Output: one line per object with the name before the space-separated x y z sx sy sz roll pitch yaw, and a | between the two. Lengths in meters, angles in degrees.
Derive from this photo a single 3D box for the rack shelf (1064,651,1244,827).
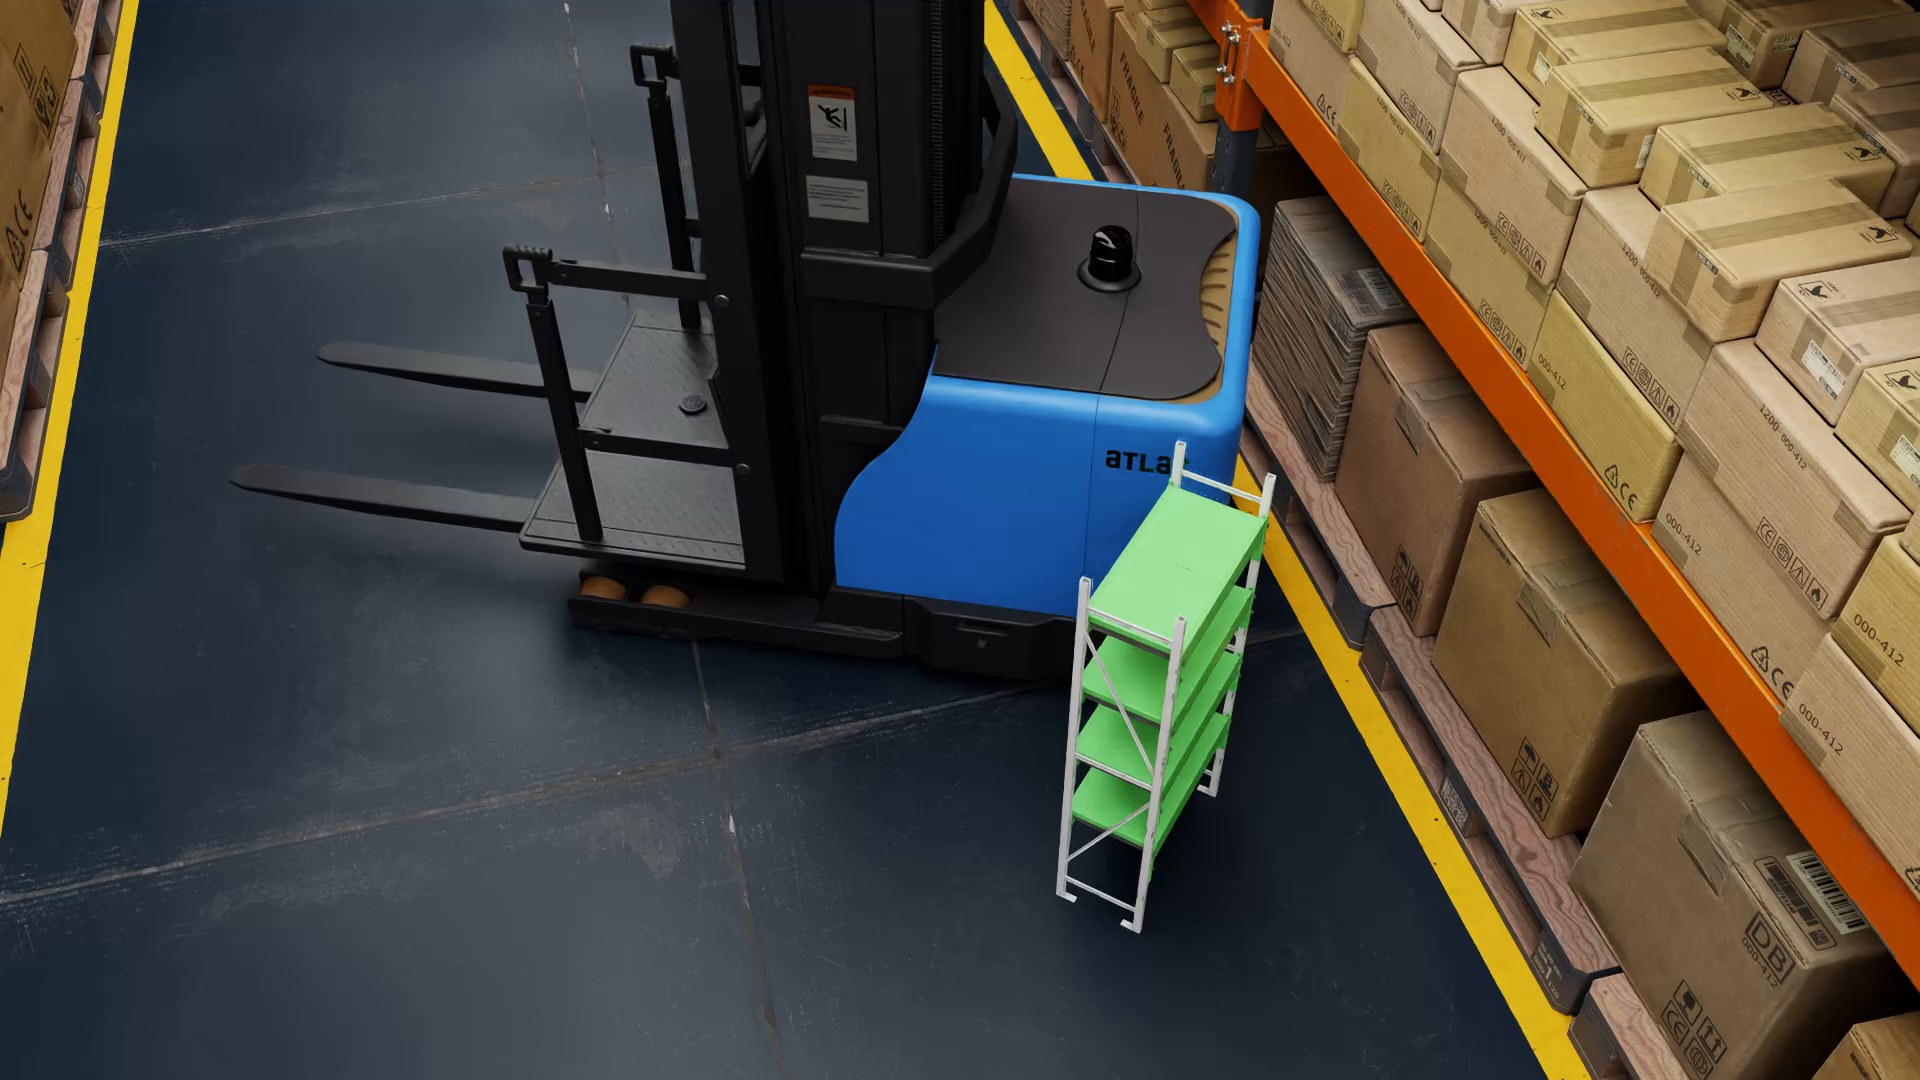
rack shelf | 0.478 0.436 4.073 0.258 0.148 0.480 22 50 20

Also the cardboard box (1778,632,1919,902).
cardboard box | 1.826 0.374 2.888 0.500 0.250 0.500 -11 47 -11

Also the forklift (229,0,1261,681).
forklift | -0.704 -1.096 4.272 3.031 2.935 1.130 7 46 7

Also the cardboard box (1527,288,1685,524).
cardboard box | 1.589 -0.330 3.578 0.500 0.250 0.500 -9 46 -9

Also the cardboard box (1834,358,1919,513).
cardboard box | 1.742 -0.193 2.815 0.380 0.149 0.250 -12 47 -11

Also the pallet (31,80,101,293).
pallet | -3.917 -1.307 6.383 1.003 0.211 1.213 -11 47 -10

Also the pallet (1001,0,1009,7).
pallet | 0.538 -3.025 8.067 1.003 0.211 1.213 -11 47 -10

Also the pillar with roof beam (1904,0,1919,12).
pillar with roof beam | -1.639 -2.371 1.273 9.100 9.000 0.400 -11 47 -10

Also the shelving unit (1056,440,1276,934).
shelving unit | 0.478 0.391 4.027 0.258 1.200 0.503 22 50 20

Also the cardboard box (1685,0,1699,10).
cardboard box | 1.909 -1.362 3.960 0.380 0.149 0.250 -12 47 -11

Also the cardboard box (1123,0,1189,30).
cardboard box | 0.822 -1.960 6.073 0.380 0.149 0.250 -12 47 -12

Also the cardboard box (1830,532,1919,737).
cardboard box | 1.830 0.199 2.710 0.500 0.250 0.500 -12 47 -11

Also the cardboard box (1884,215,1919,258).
cardboard box | 2.081 -0.609 3.502 0.500 0.250 0.500 -12 47 -11

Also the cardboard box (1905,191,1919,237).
cardboard box | 2.114 -0.637 3.250 0.380 0.149 0.250 -10 46 -10

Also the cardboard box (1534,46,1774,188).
cardboard box | 1.455 -0.893 3.501 0.380 0.149 0.250 -10 46 -9

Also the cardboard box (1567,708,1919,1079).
cardboard box | 2.006 0.756 3.777 0.875 0.625 0.625 -11 47 -11

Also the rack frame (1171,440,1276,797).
rack frame | 0.598 0.239 4.176 0.240 1.200 0.015 22 50 20

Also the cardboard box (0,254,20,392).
cardboard box | -3.576 -0.779 5.107 0.875 0.875 0.875 -11 47 -11

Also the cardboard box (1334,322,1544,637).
cardboard box | 1.639 -0.227 4.741 0.875 0.625 0.625 -9 46 -9

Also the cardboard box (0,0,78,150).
cardboard box | -4.029 -2.013 6.316 0.875 0.875 0.875 -9 46 -9

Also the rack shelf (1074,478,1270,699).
rack shelf | 0.478 0.100 3.730 0.258 0.148 0.480 22 50 20

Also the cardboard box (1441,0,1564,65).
cardboard box | 1.354 -1.247 3.848 0.380 0.149 0.250 -10 46 -10

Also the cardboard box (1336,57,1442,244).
cardboard box | 1.319 -1.042 4.276 0.500 0.250 0.500 -12 47 -11

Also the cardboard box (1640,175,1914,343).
cardboard box | 1.541 -0.535 3.150 0.380 0.149 0.250 -12 47 -11

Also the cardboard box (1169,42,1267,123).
cardboard box | 0.946 -1.588 5.708 0.380 0.149 0.250 -13 47 -12

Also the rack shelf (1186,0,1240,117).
rack shelf | 0.806 -2.923 6.518 1.077 0.370 4.000 -11 47 -10

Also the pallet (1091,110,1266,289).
pallet | 1.163 -1.340 6.416 1.003 0.211 1.213 -11 47 -10

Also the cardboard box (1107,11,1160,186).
cardboard box | 0.884 -1.666 6.239 0.500 0.500 0.500 -11 47 -11

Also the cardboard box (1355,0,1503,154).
cardboard box | 1.322 -1.220 4.100 0.500 0.250 0.500 -9 46 -9

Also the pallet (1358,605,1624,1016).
pallet | 1.799 0.598 4.516 1.003 0.211 1.213 -11 47 -10

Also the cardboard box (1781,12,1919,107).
cardboard box | 2.045 -1.010 3.615 0.380 0.149 0.250 -11 47 -11

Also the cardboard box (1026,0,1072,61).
cardboard box | 0.596 -2.382 6.941 0.500 0.500 0.500 -12 47 -12

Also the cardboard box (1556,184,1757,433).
cardboard box | 1.594 -0.507 3.401 0.500 0.250 0.500 -10 46 -10
